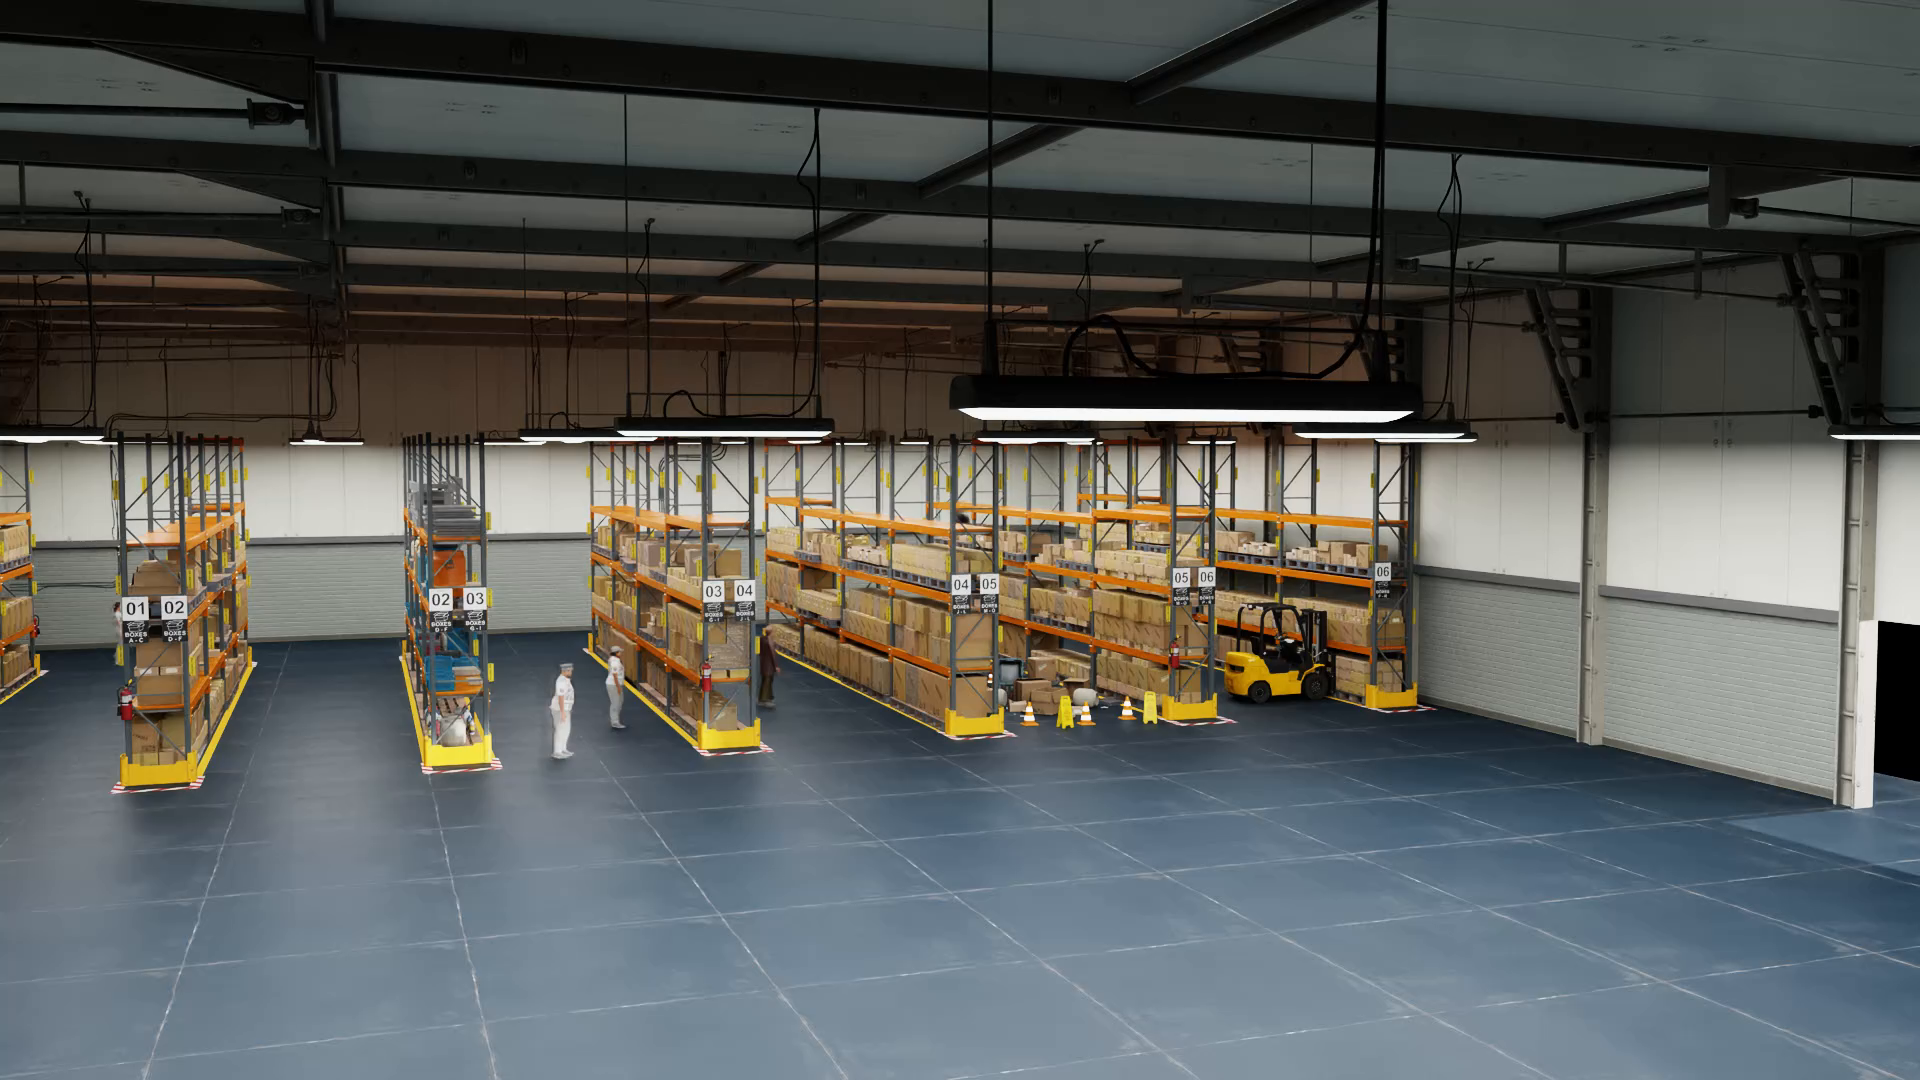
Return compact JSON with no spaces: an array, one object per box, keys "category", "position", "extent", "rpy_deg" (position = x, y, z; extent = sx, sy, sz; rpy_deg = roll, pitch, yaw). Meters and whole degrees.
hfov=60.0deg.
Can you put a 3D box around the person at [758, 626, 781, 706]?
[{"category":"person","position":[-4.254,2.807,36.909],"extent":[0.528,1.832,0.691],"rpy_deg":[-1,3,-16]}]

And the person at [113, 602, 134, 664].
[{"category":"person","position":[-22.030,2.444,43.755],"extent":[0.466,1.656,0.451],"rpy_deg":[-1,3,-11]}]

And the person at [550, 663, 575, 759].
[{"category":"person","position":[-7.355,3.151,30.769],"extent":[0.433,1.758,0.576],"rpy_deg":[0,3,-3]}]

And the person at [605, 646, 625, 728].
[{"category":"person","position":[-7.080,3.044,34.162],"extent":[0.398,1.750,0.558],"rpy_deg":[0,3,-6]}]
